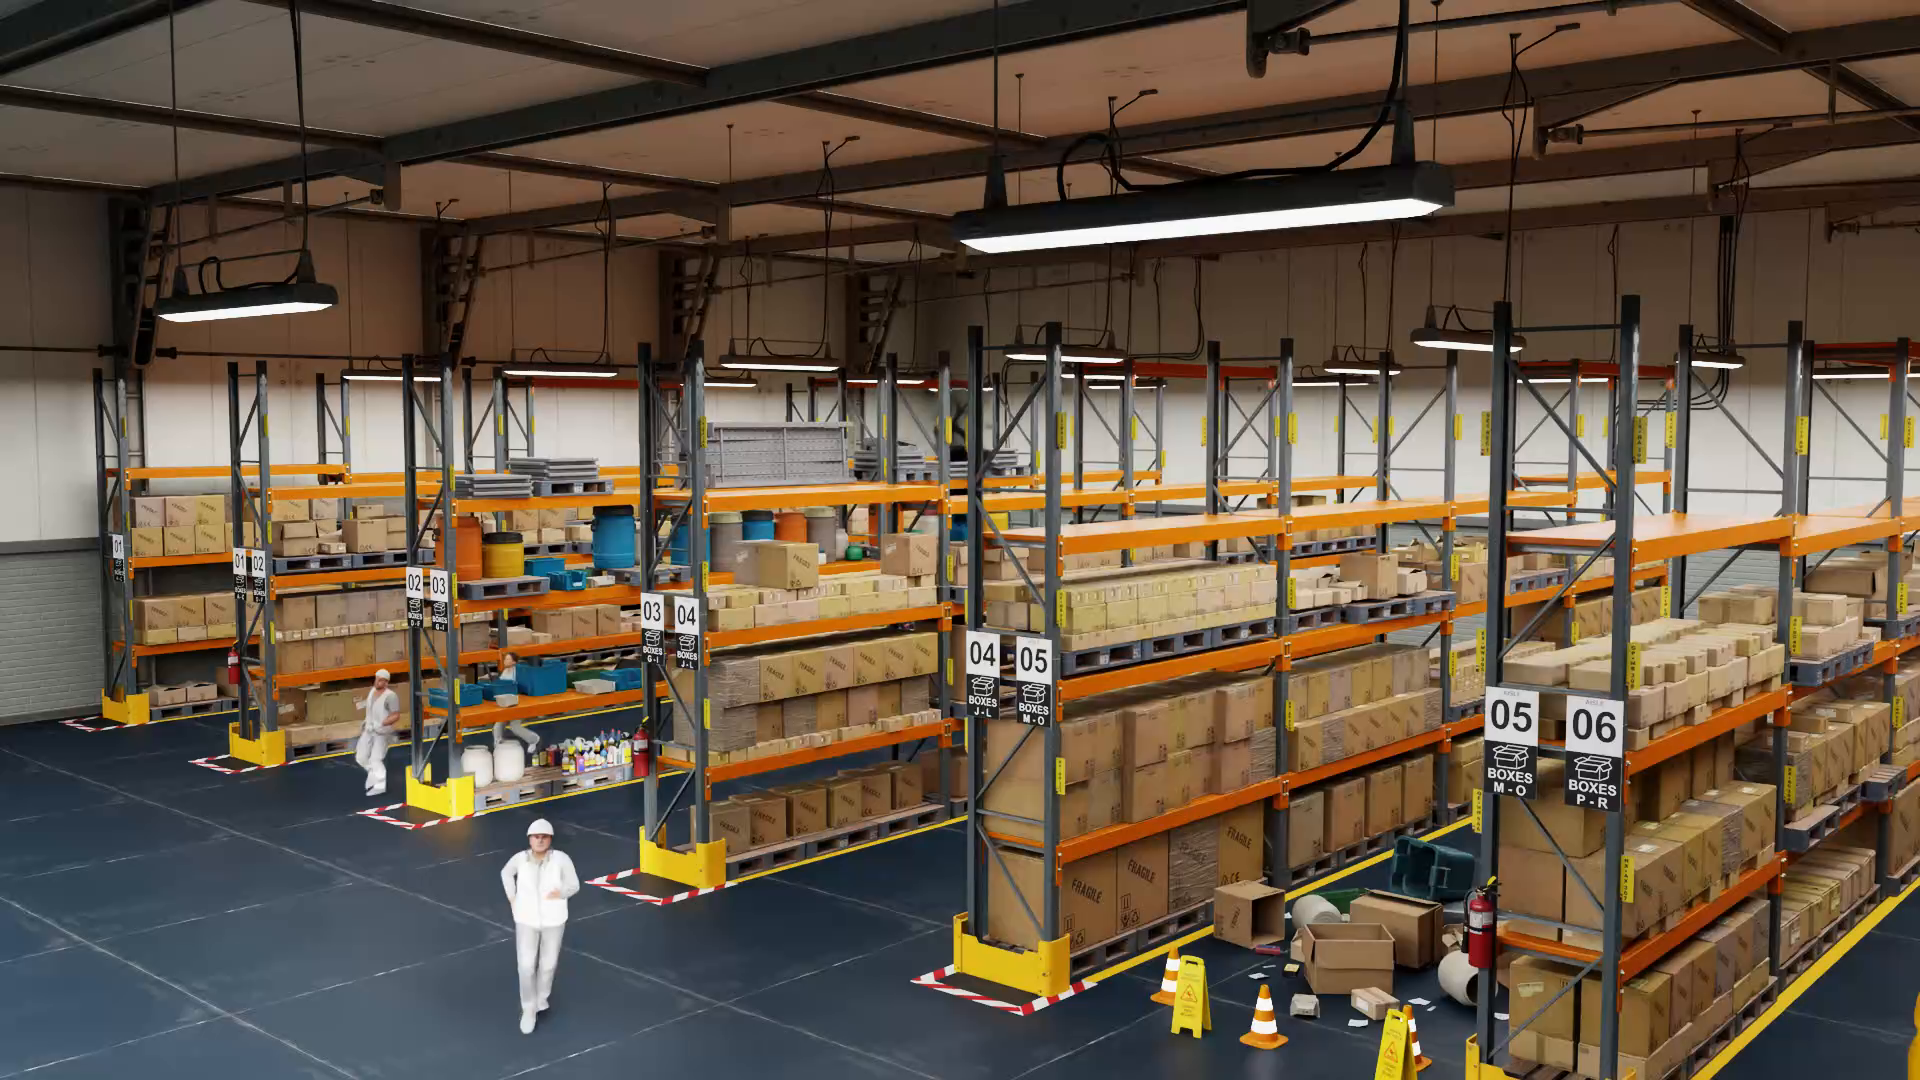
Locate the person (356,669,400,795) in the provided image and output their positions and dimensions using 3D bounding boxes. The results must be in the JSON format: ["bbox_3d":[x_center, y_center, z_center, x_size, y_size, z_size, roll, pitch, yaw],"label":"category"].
[{"bbox_3d":[-7.951,2.638,22.704,0.661,1.759,0.557,1,4,20],"label":"person"}]

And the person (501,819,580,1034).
[{"bbox_3d":[-3.563,3.252,14.164,0.640,1.799,0.786,-1,4,-17],"label":"person"}]

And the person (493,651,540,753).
[{"bbox_3d":[-6.740,2.492,24.987,0.575,1.645,0.914,3,5,33],"label":"person"}]
